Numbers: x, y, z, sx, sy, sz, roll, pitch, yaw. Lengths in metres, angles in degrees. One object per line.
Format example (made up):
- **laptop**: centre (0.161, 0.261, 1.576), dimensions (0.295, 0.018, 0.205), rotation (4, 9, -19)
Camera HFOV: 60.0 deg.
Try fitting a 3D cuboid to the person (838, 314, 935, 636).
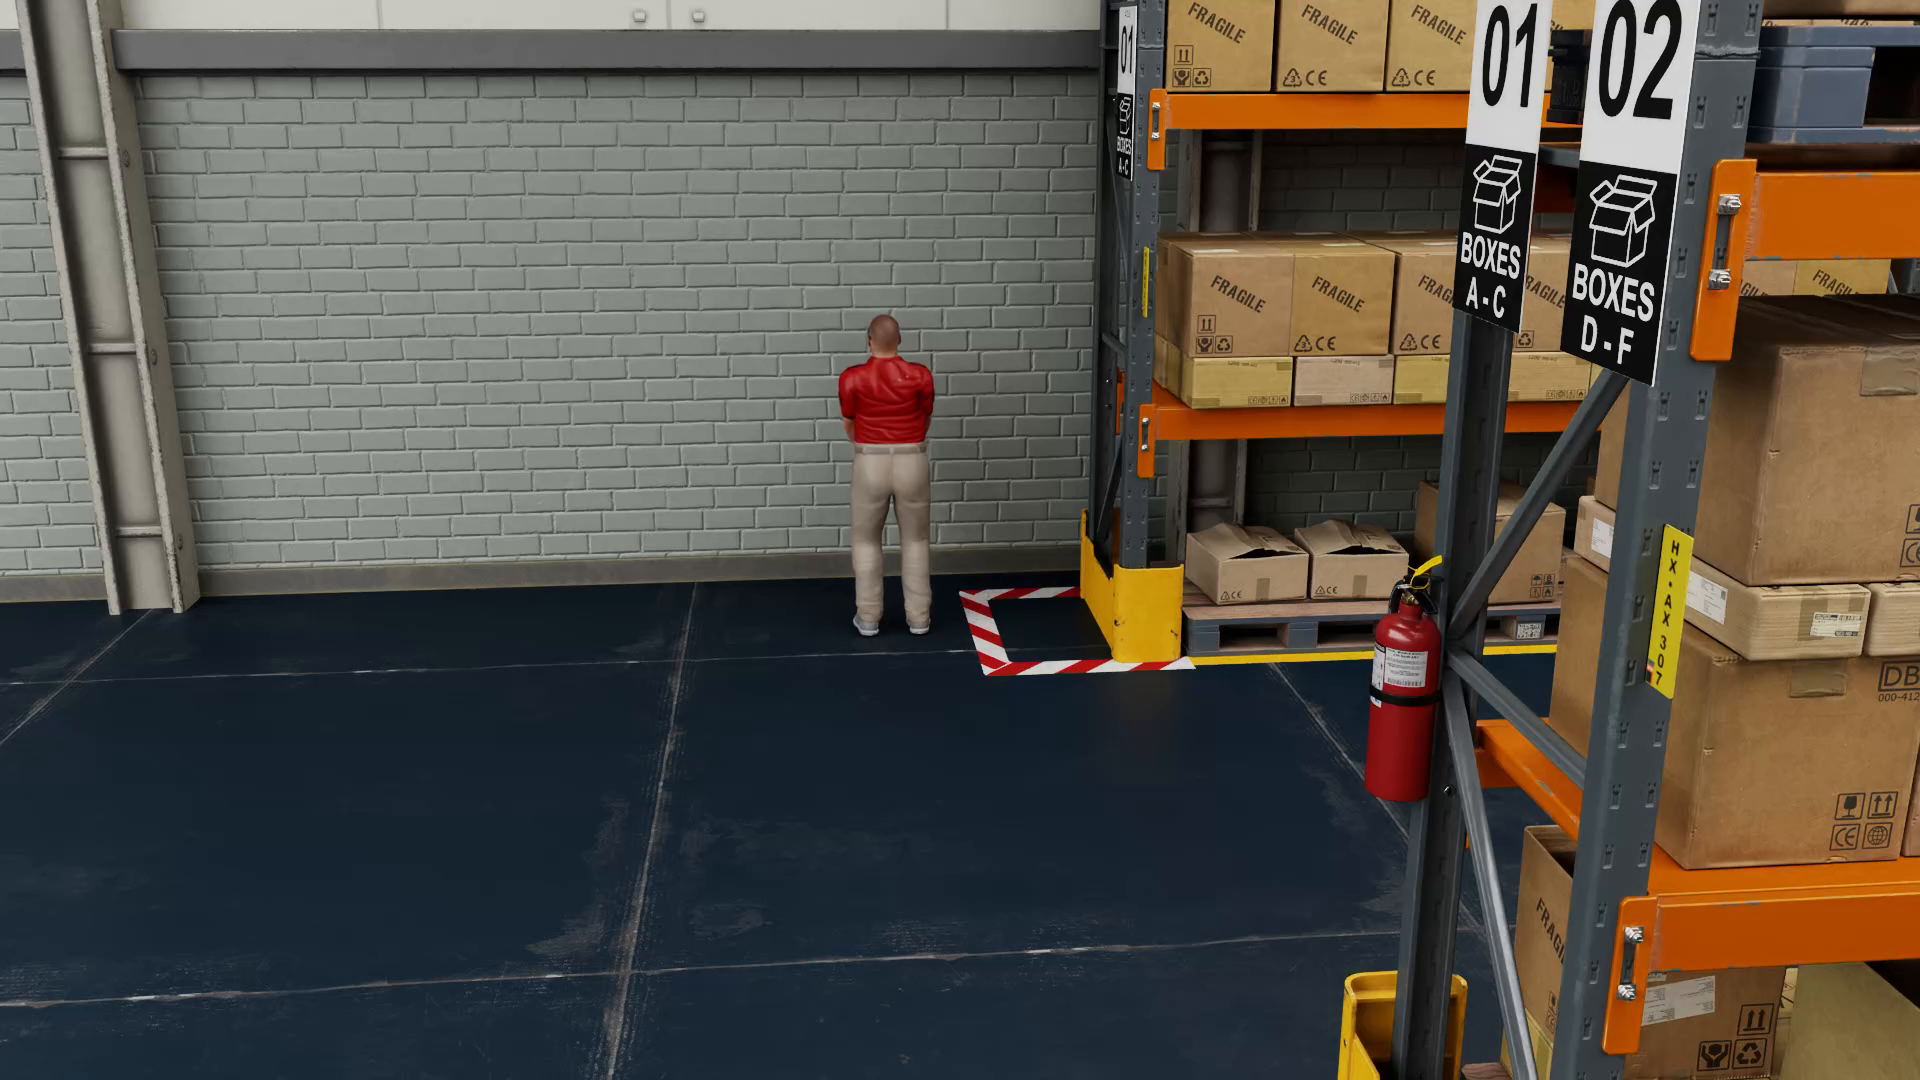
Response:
- **person**: centre (-0.390, -0.363, 8.798), dimensions (0.495, 1.715, 0.530), rotation (-2, 17, -6)
